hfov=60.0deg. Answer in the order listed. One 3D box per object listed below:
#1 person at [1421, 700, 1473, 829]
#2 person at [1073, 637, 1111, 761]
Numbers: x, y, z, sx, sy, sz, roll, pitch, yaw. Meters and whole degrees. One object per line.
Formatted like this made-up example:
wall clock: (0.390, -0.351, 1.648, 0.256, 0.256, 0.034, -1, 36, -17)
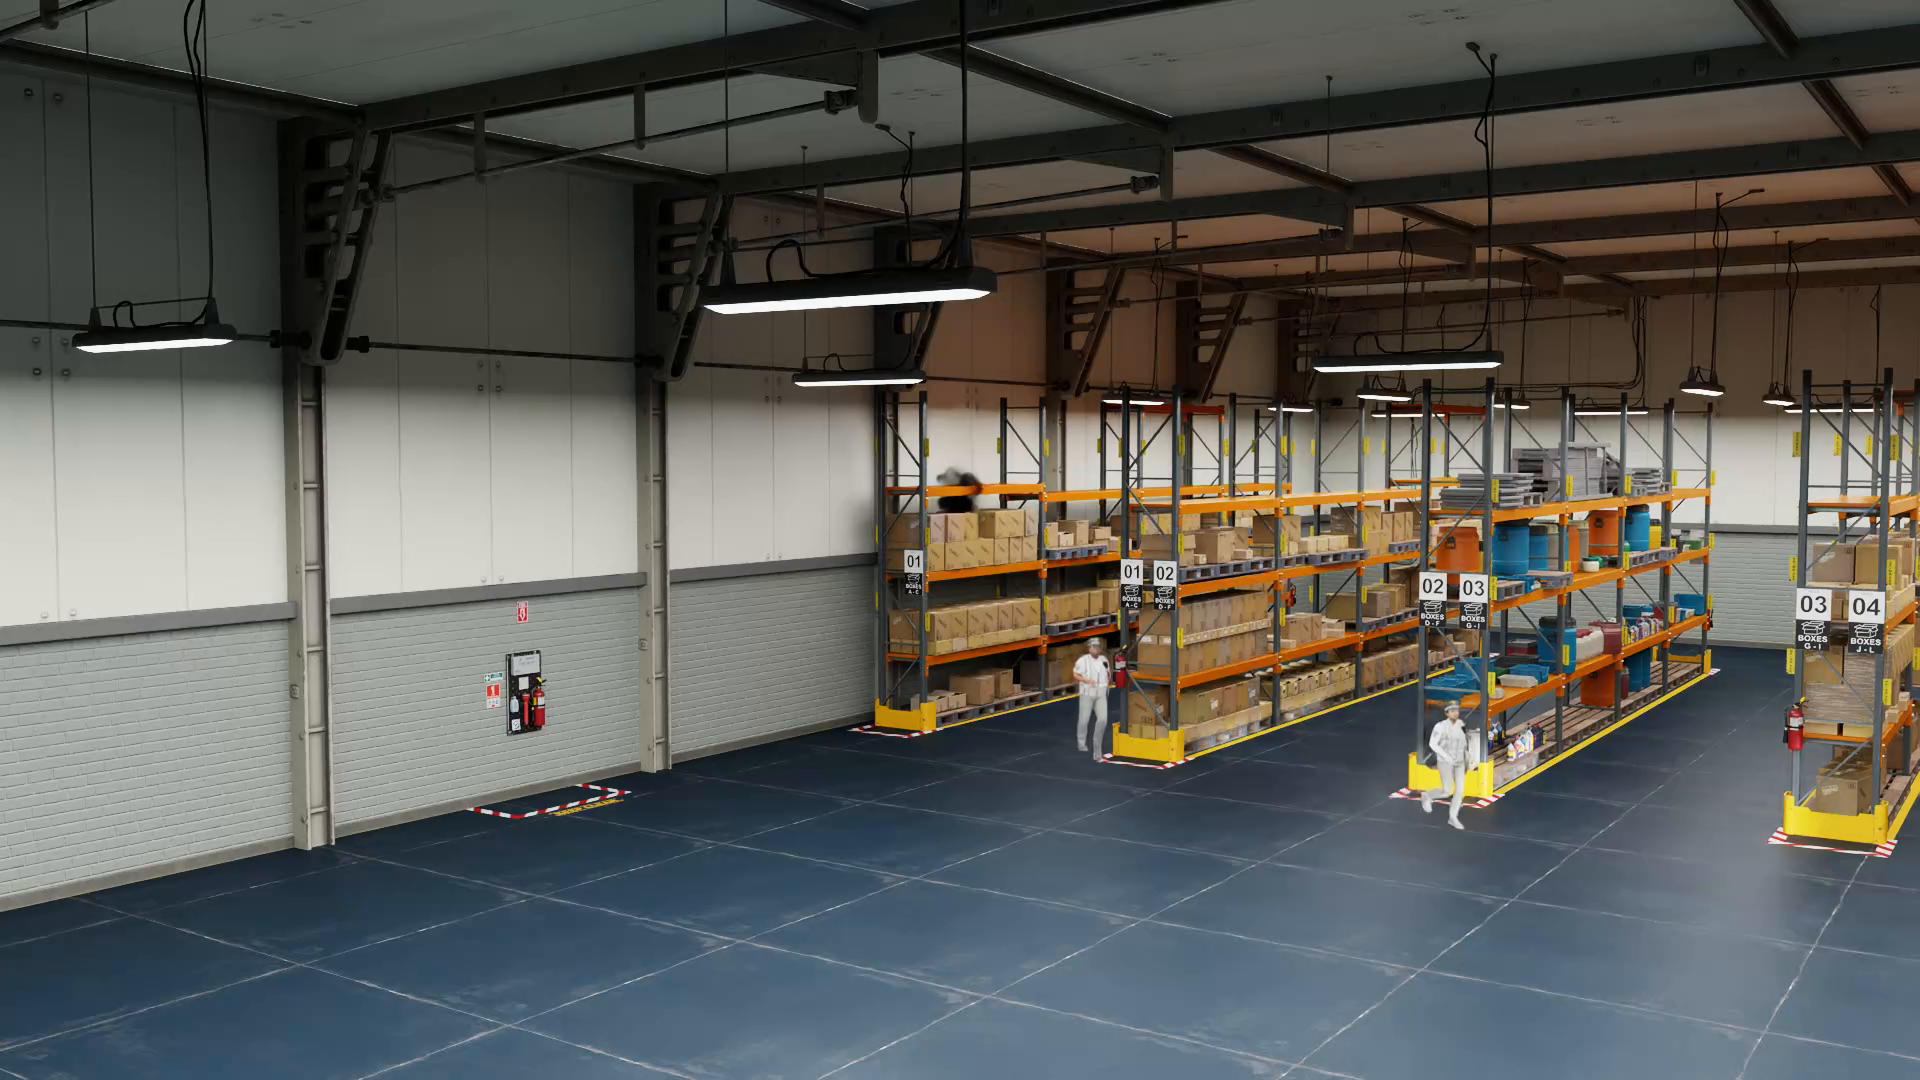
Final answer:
person: (6.497, 2.954, 22.141, 0.590, 1.684, 0.707, -1, 3, -19)
person: (2.076, 2.447, 25.679, 0.669, 1.886, 0.626, -1, 3, -13)
